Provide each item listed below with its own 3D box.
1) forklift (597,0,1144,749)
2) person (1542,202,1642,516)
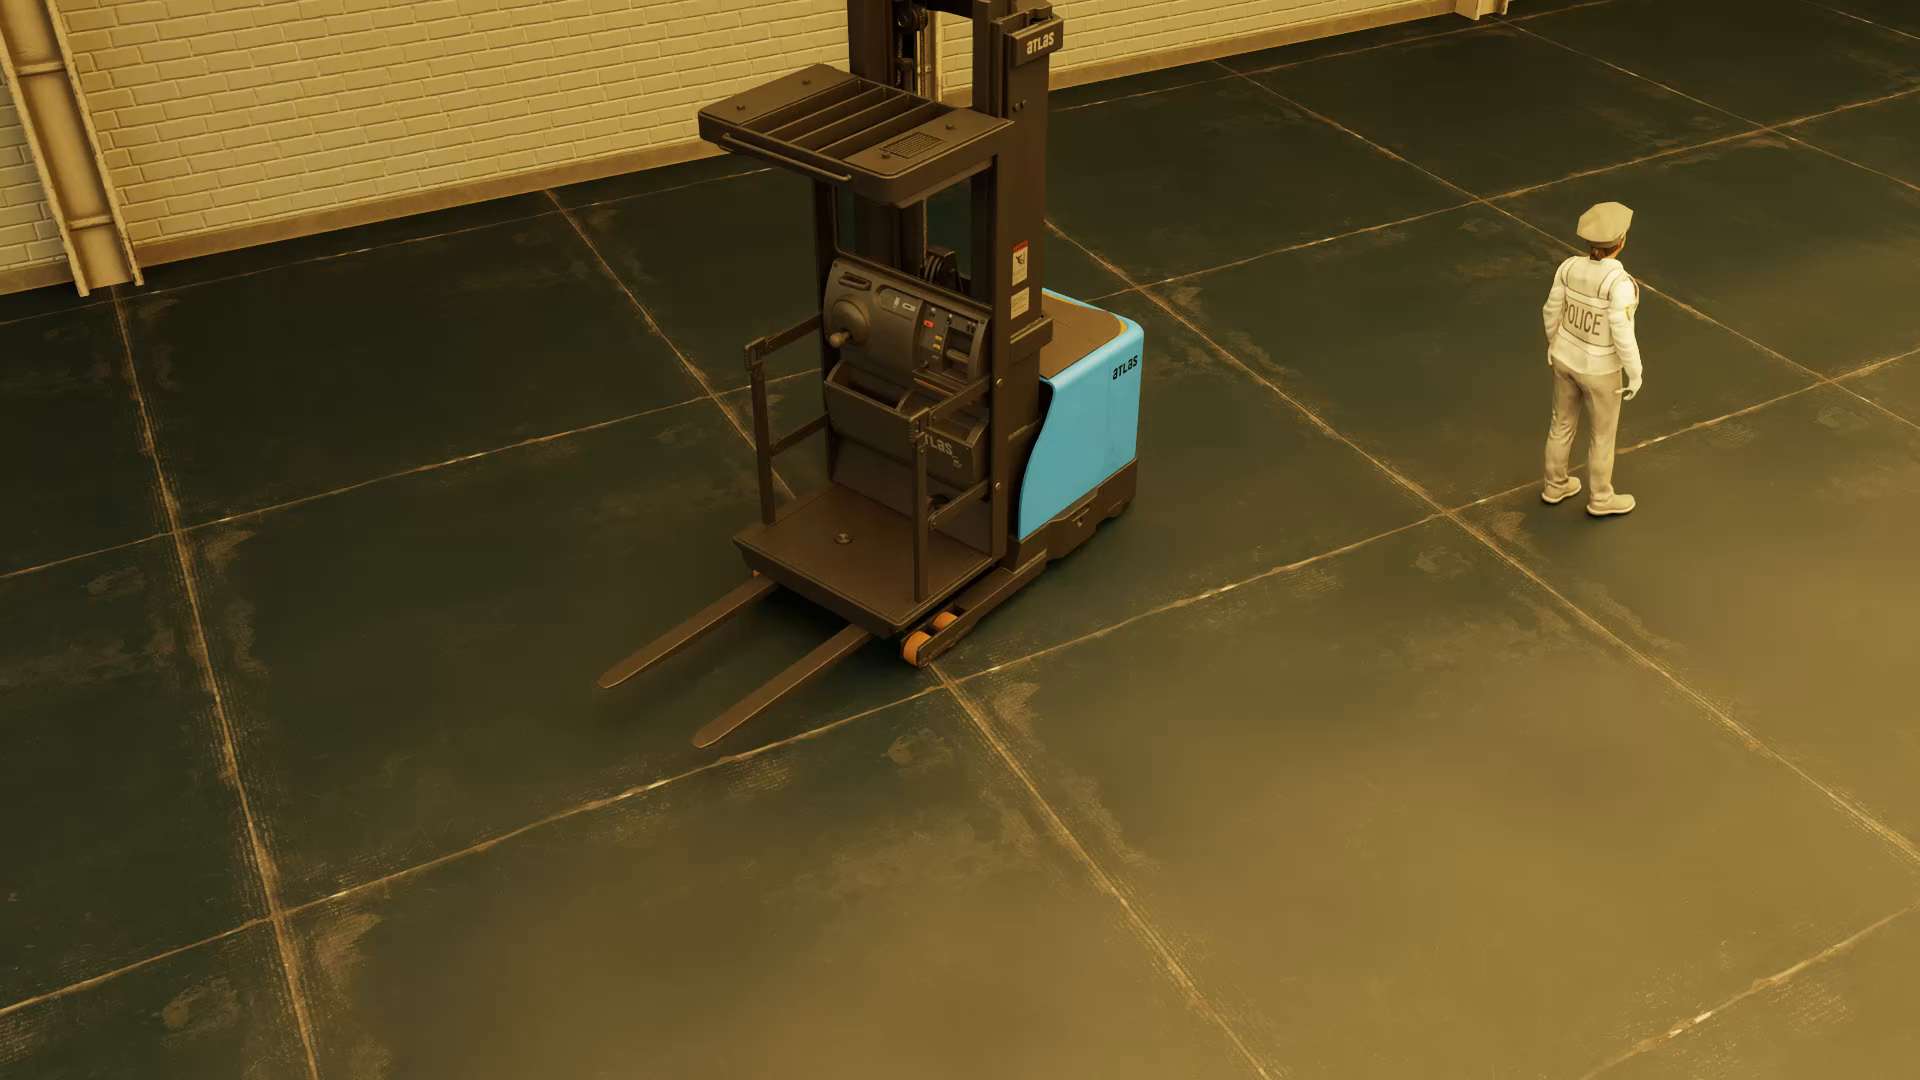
[{"bbox_3d":[-0.390,-0.927,7.434,1.130,2.935,3.031,26,43,31],"label":"forklift"},{"bbox_3d":[3.253,-0.925,8.489,0.533,1.694,0.586,-20,40,-26],"label":"person"}]
